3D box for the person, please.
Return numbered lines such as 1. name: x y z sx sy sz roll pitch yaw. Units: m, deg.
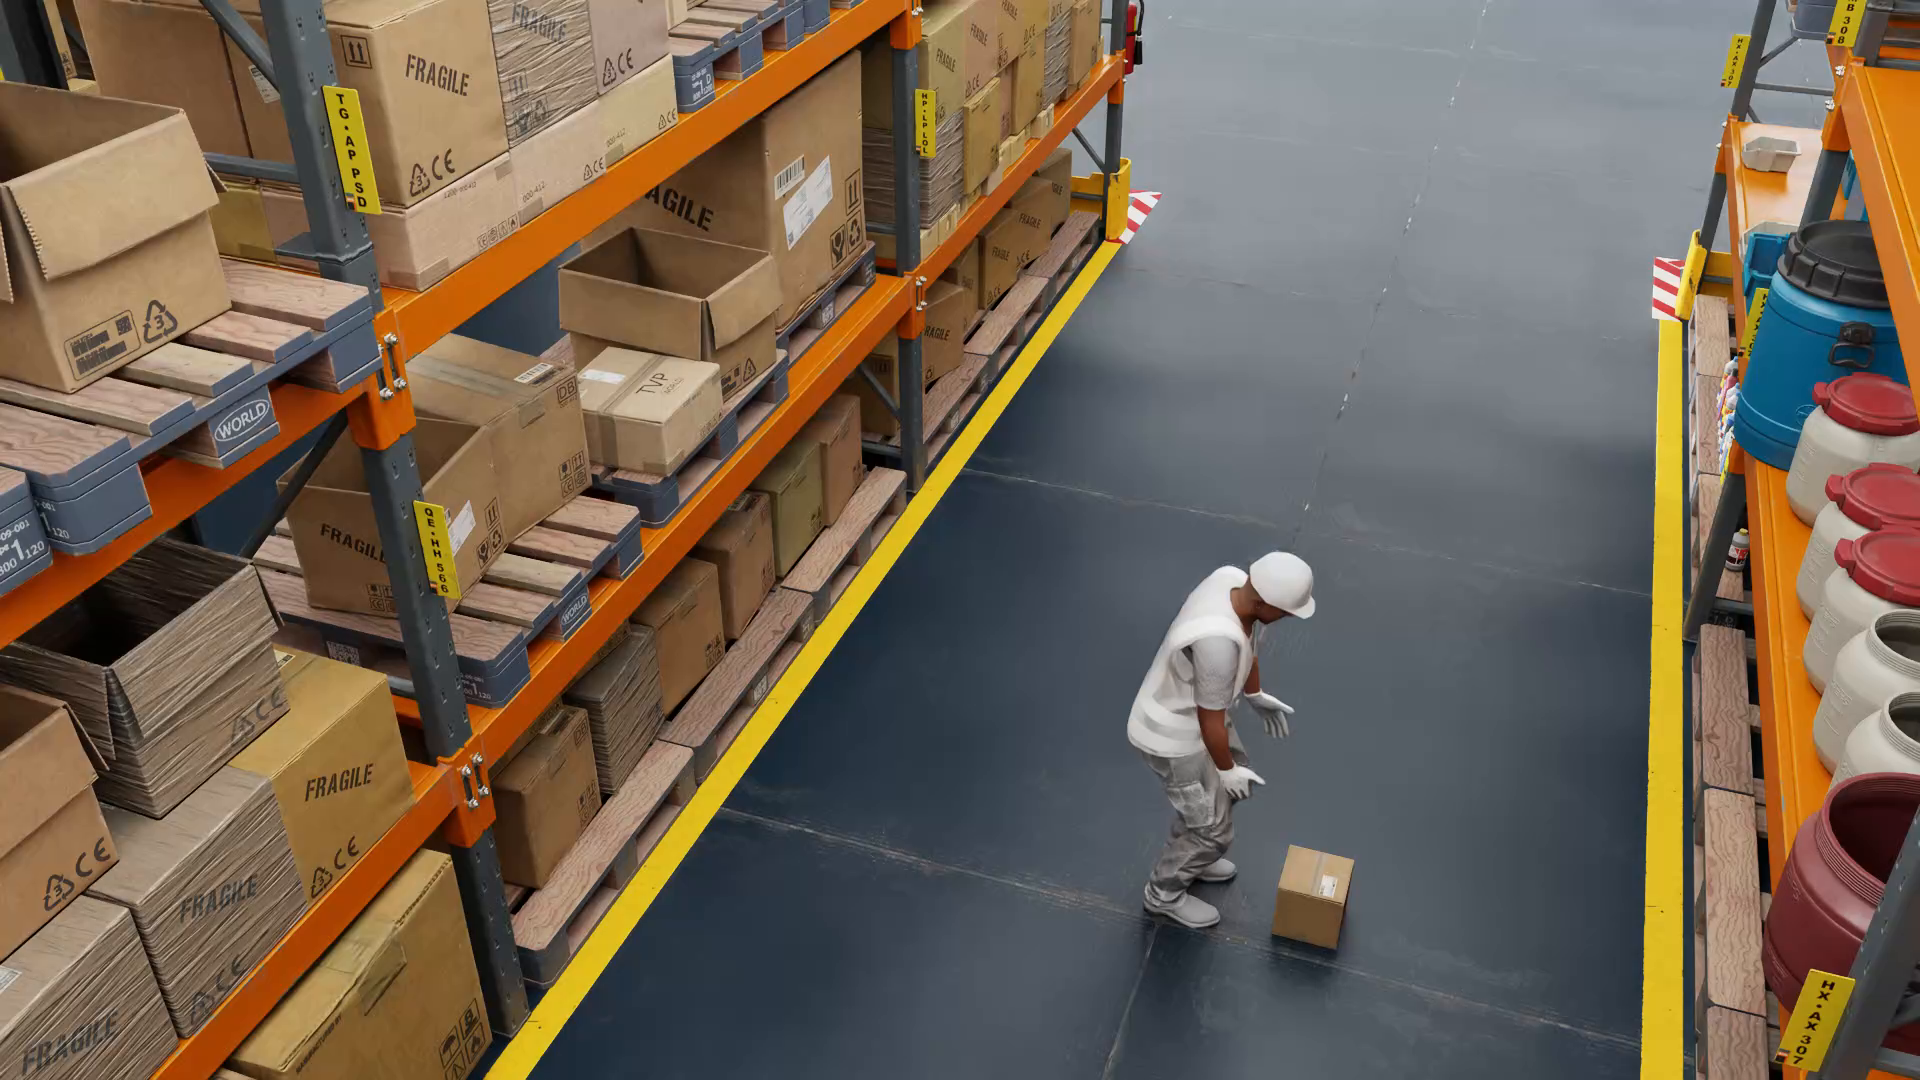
1. person: 0.945 0.700 6.191 0.606 1.624 0.598 12 35 17
